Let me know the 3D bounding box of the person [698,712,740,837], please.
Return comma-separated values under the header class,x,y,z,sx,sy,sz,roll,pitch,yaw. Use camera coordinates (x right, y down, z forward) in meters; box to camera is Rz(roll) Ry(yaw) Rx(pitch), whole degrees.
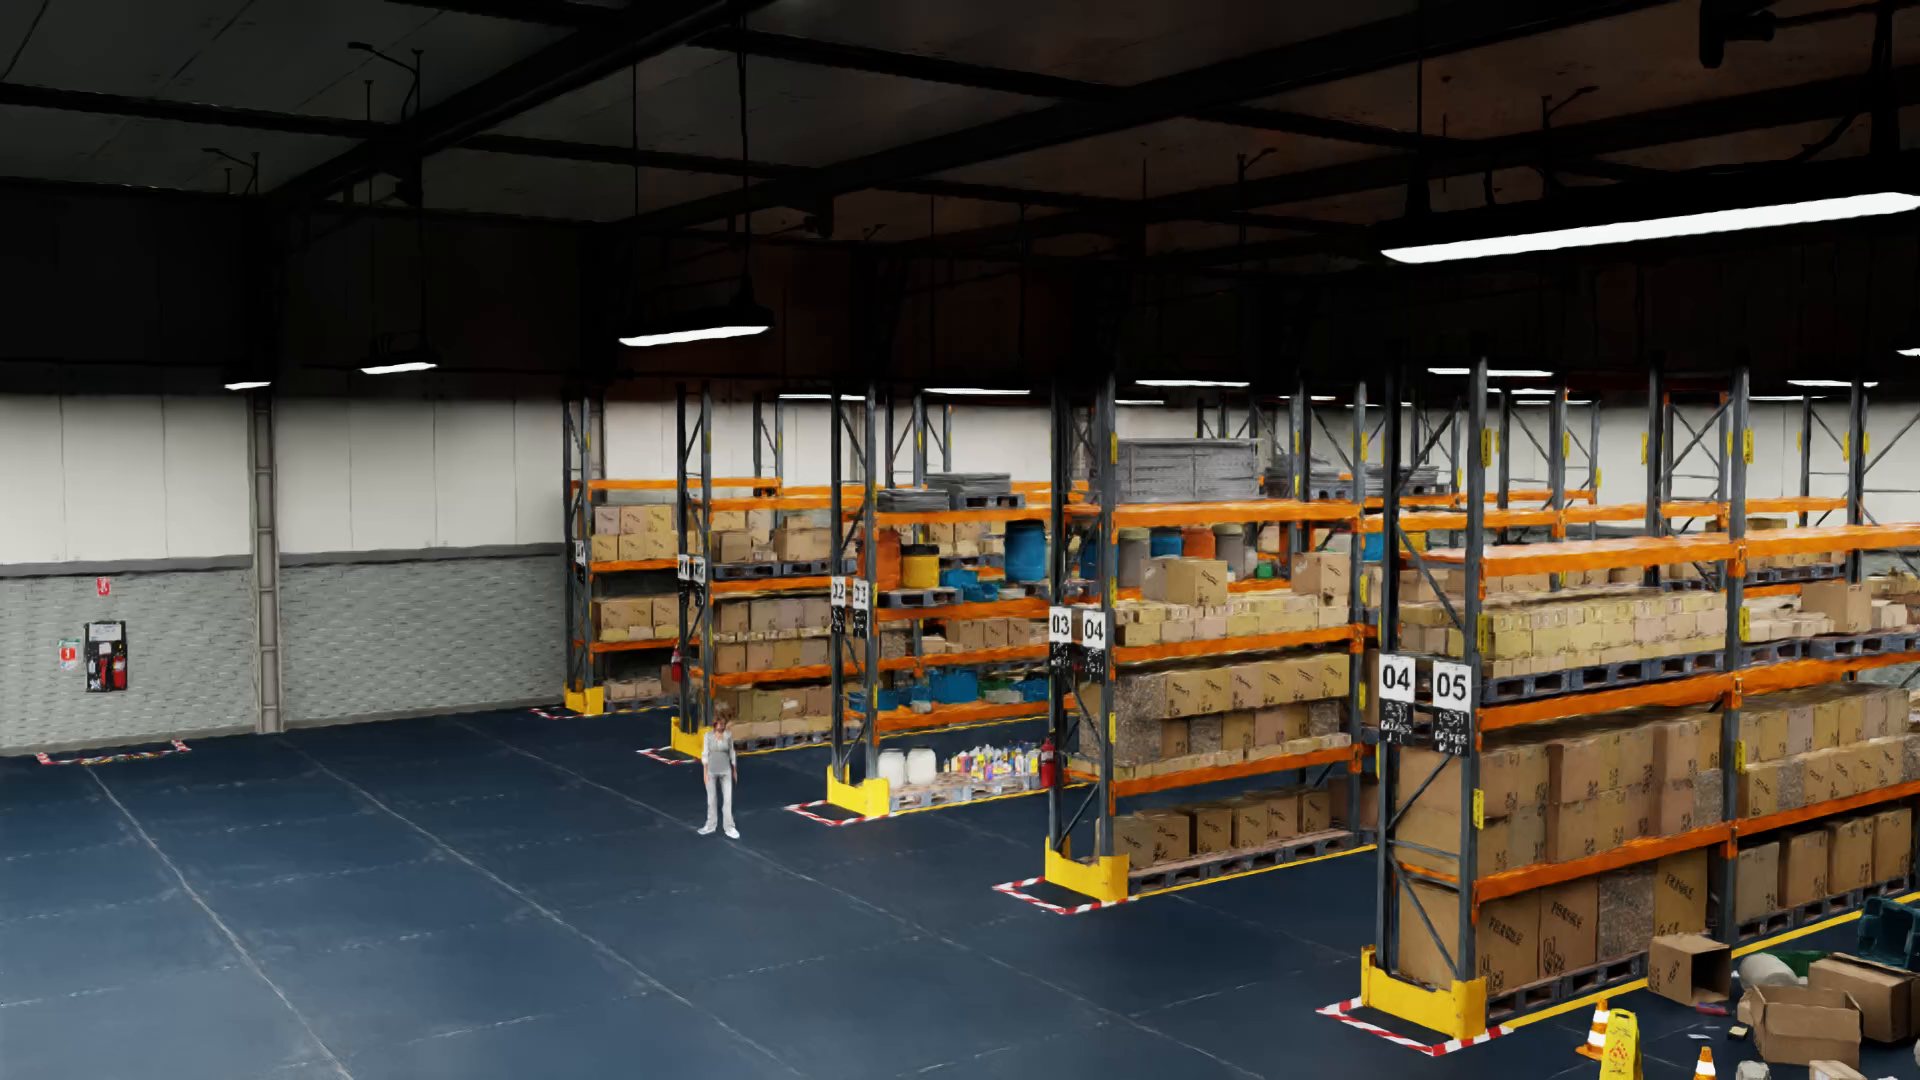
class,x,y,z,sx,sy,sz,roll,pitch,yaw
person,-3.099,3.001,21.310,0.529,1.585,0.434,-1,4,-11
